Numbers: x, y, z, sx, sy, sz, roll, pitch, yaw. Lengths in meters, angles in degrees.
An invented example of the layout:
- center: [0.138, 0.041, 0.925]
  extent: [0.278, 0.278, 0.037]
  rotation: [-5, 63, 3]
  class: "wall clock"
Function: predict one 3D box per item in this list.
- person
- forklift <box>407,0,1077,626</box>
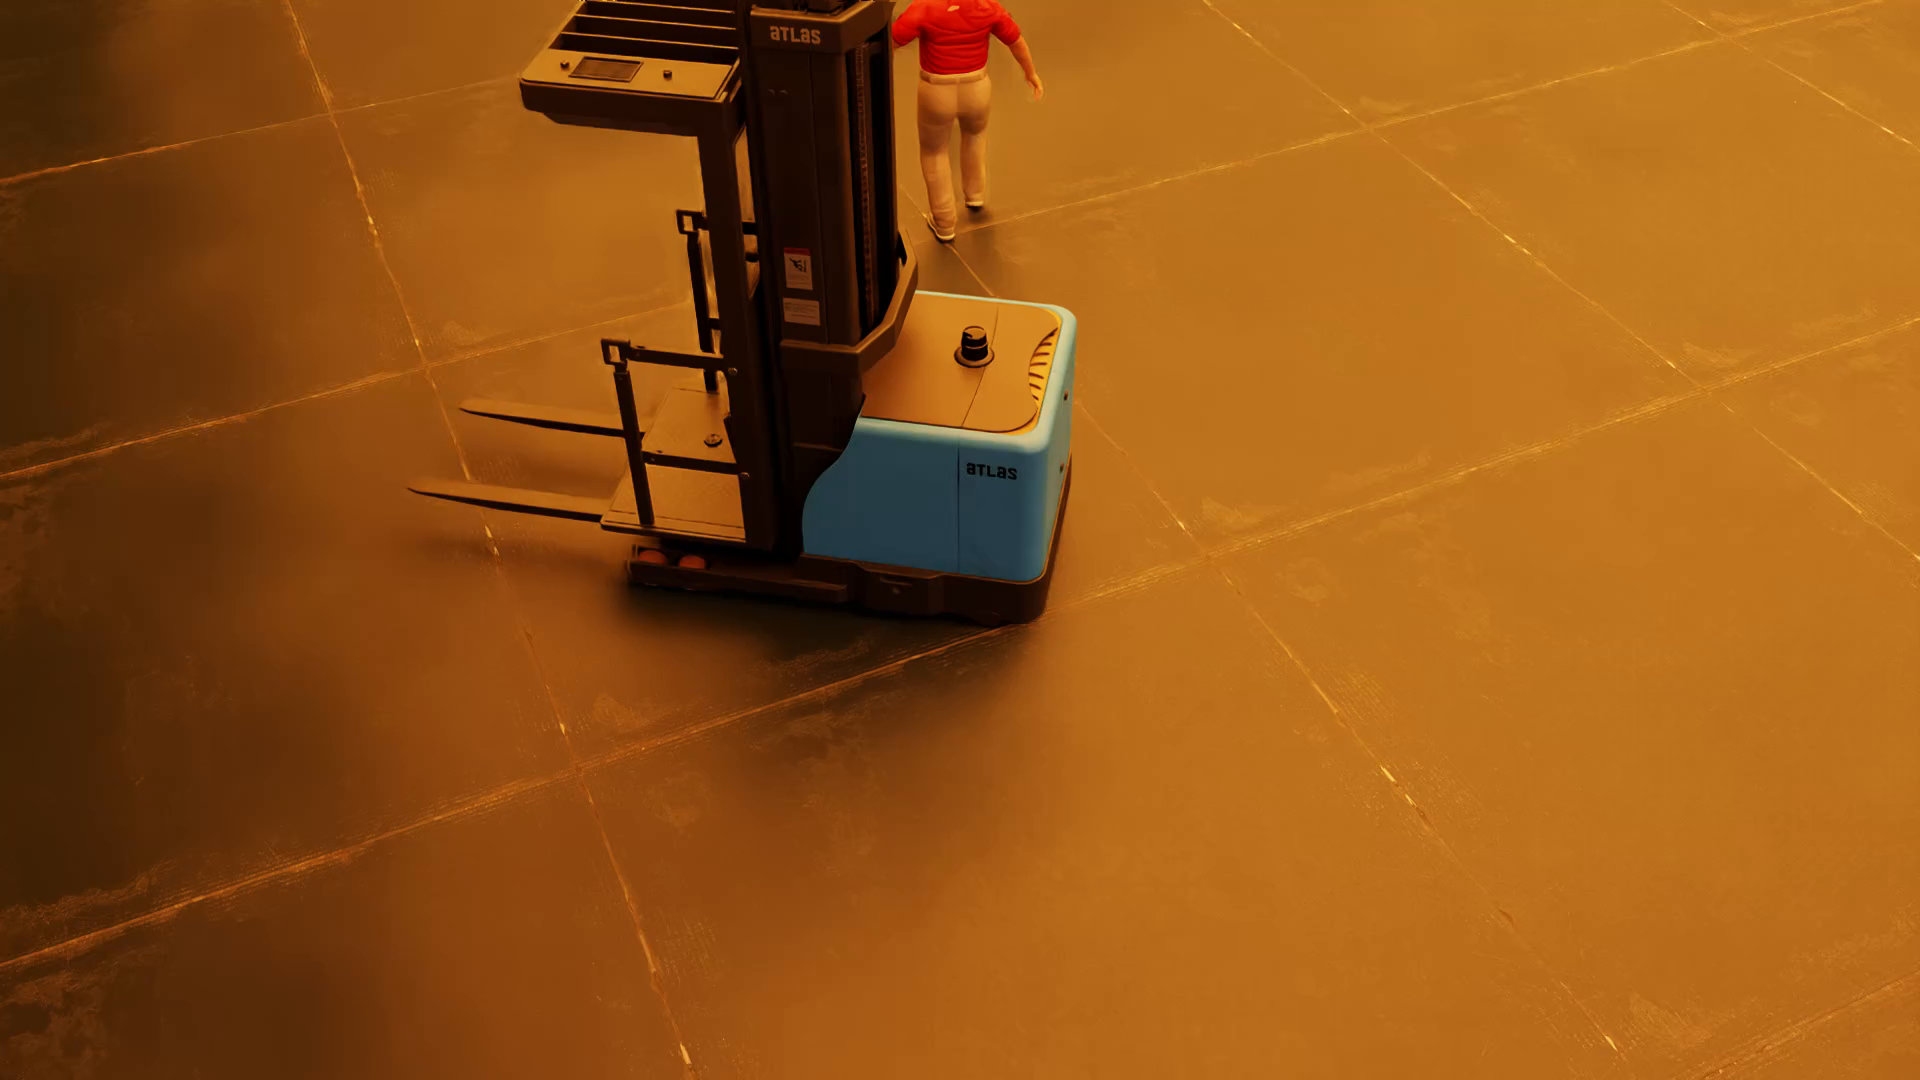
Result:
- center: [-0.035, -2.533, 9.344]
  extent: [0.991, 1.766, 0.578]
  rotation: [-7, 43, -7]
  class: "person"
- center: [-1.037, -1.185, 6.950]
  extent: [3.031, 2.935, 1.130]
  rotation: [7, 44, 8]
  class: "forklift"
